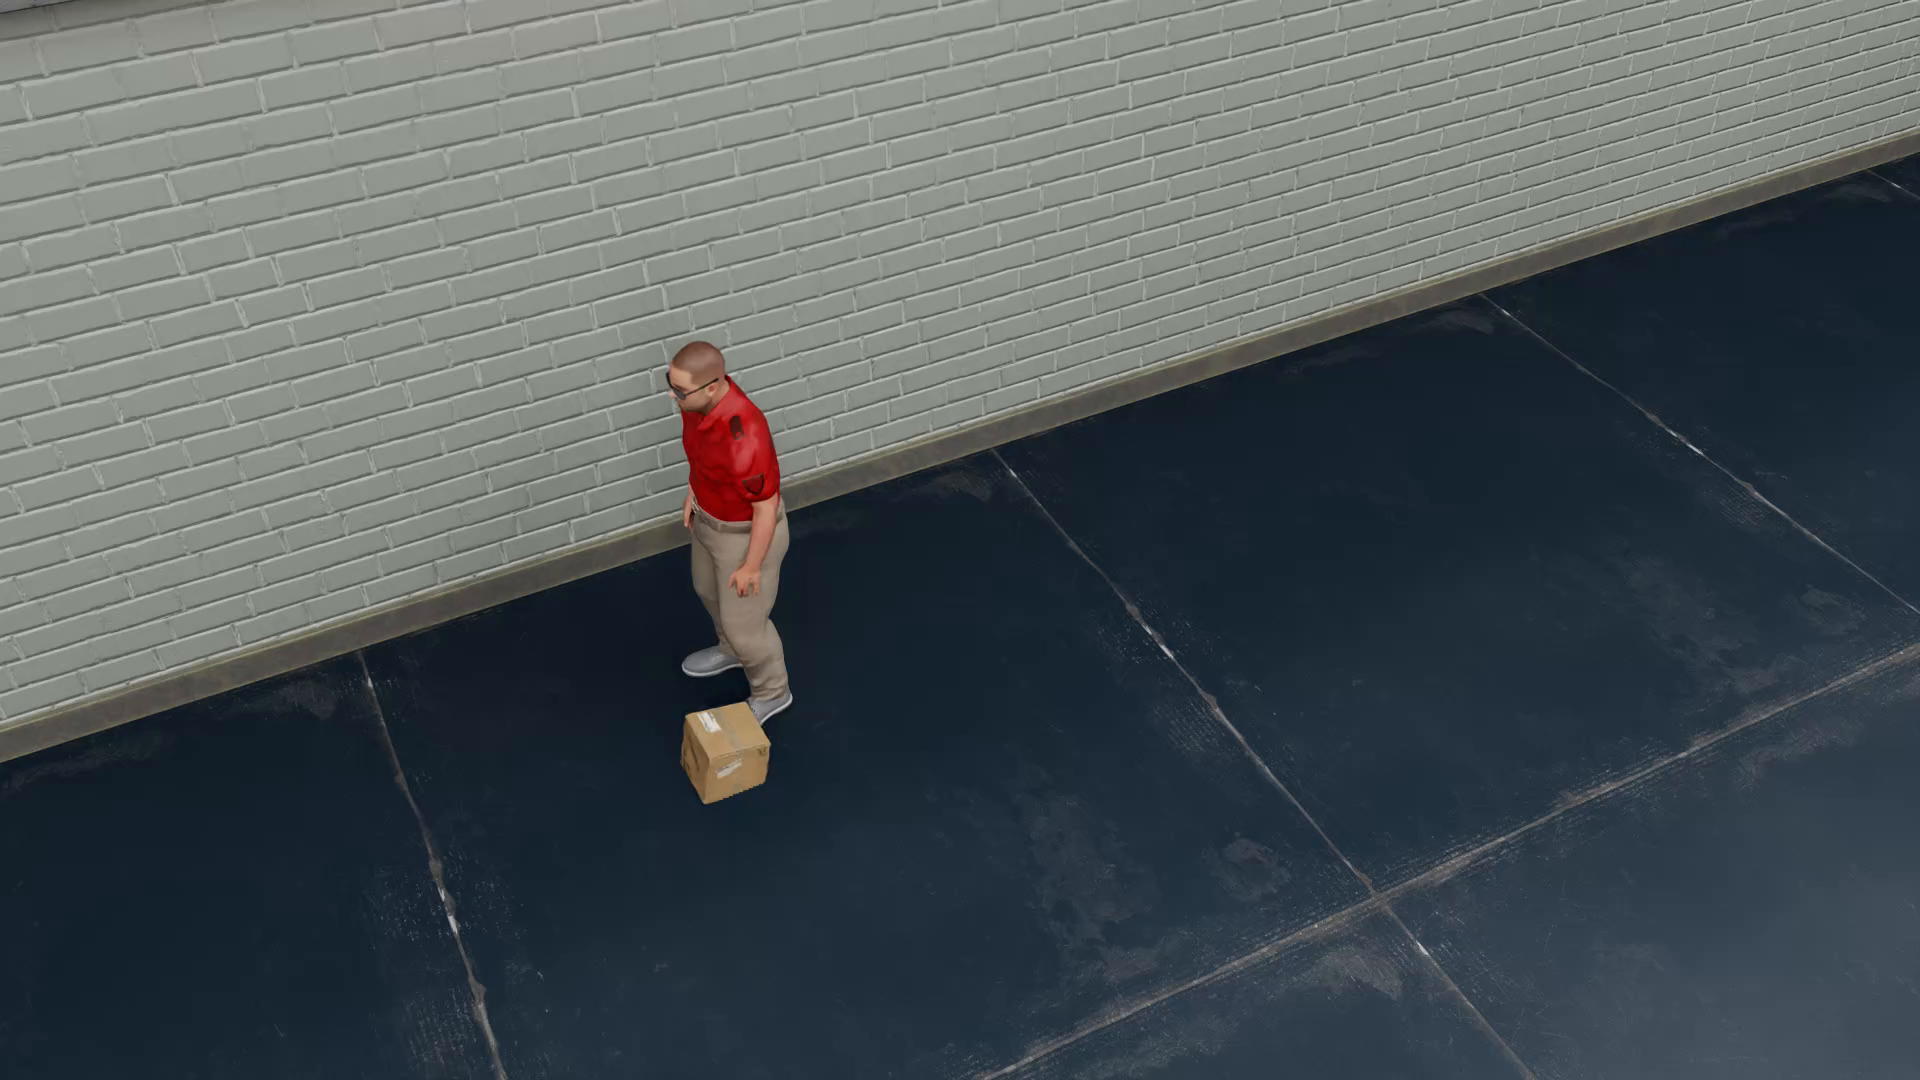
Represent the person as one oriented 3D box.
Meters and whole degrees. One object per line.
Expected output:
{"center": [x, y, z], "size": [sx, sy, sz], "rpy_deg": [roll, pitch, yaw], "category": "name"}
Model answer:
{"center": [-0.857, -0.032, 6.205], "size": [0.390, 1.727, 0.576], "rpy_deg": [-20, 45, -22], "category": "person"}
